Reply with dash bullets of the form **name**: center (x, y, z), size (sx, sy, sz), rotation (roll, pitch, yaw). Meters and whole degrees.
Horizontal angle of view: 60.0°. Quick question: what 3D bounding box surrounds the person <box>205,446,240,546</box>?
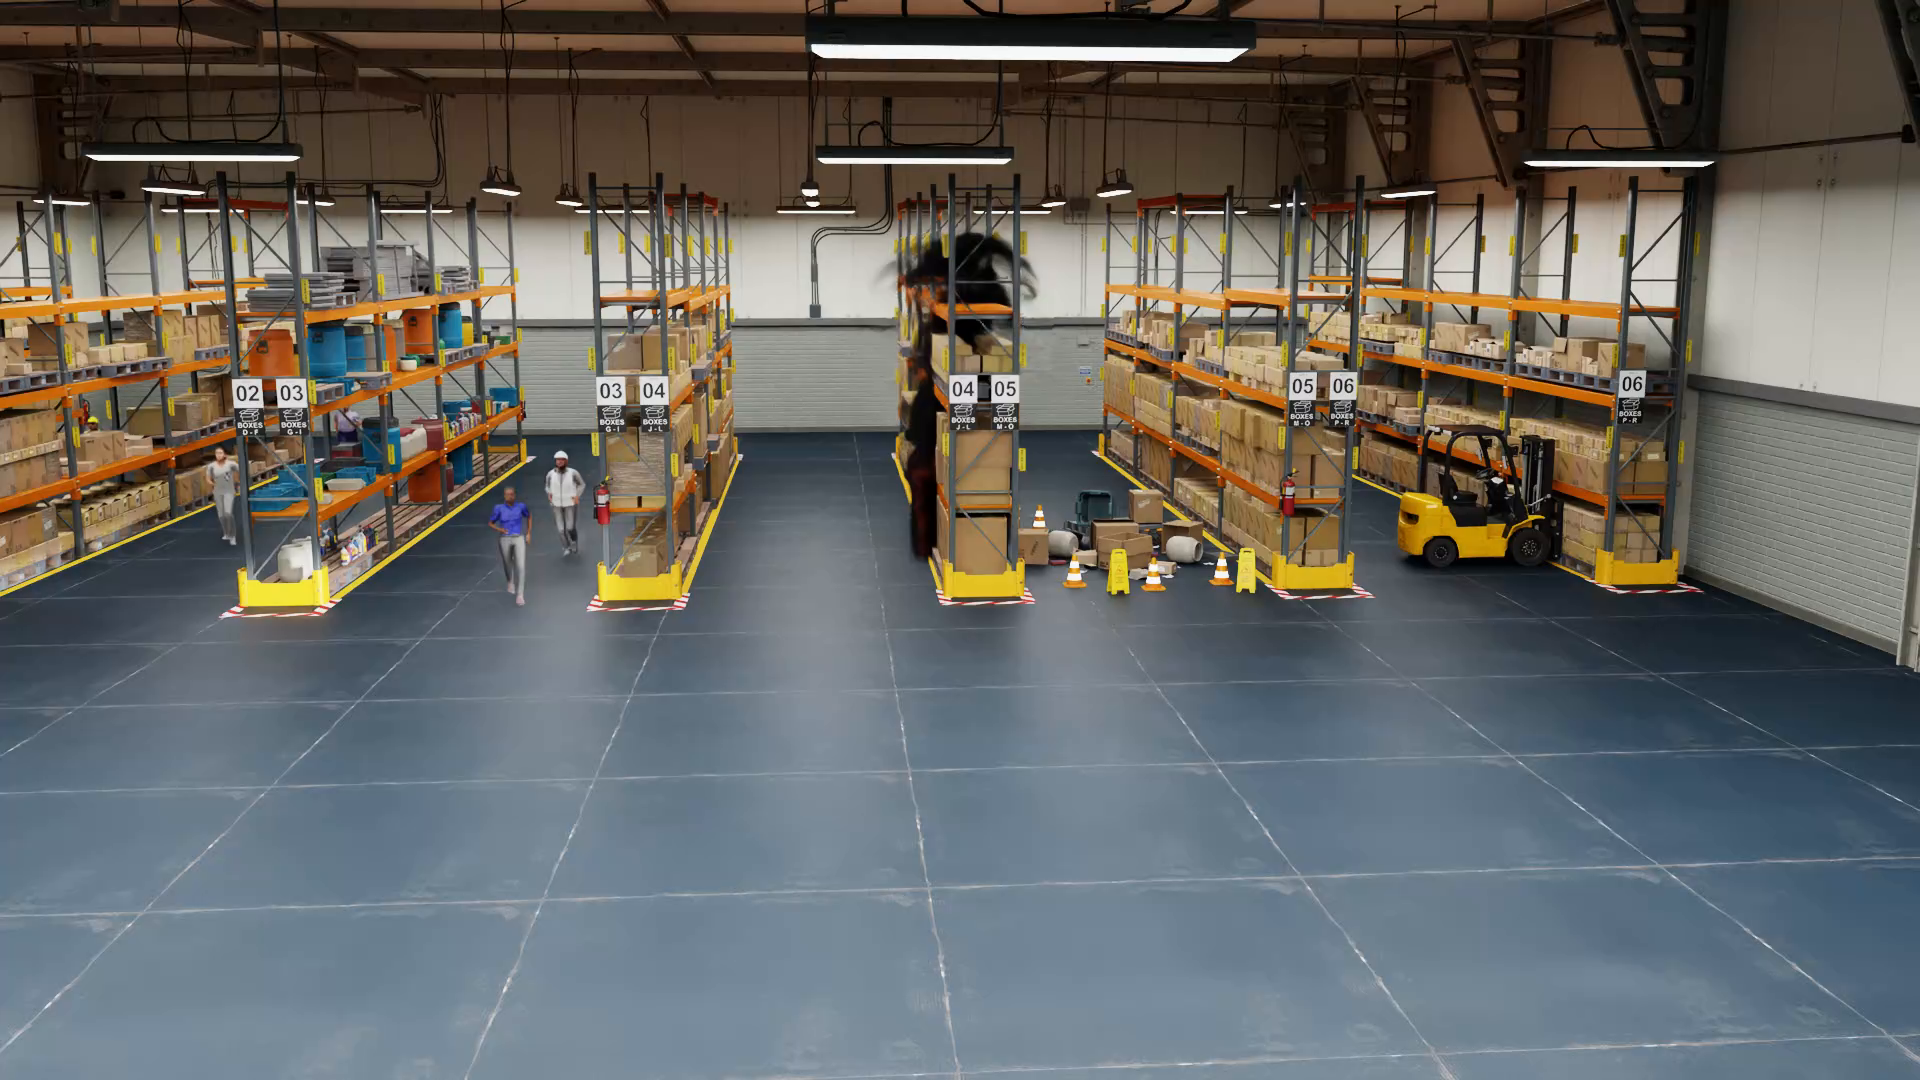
- **person**: center (-12.442, -0.736, 28.170), size (0.580, 1.719, 0.715), rotation (-2, 10, -11)

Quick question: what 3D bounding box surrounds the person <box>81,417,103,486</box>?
- **person**: center (-16.860, -1.541, 32.499), size (0.699, 1.745, 0.771), rotation (-2, 10, -10)

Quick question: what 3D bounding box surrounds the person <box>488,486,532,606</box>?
- **person**: center (-6.395, 0.054, 23.718), size (0.613, 1.672, 0.890), rotation (-3, 10, -17)

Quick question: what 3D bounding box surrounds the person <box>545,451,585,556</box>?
- **person**: center (-6.418, -0.577, 26.940), size (0.635, 1.727, 0.564), rotation (0, 10, -2)

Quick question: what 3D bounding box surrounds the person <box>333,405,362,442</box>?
- **person**: center (-13.589, -2.291, 36.926), size (0.610, 1.626, 0.855), rotation (-3, 10, -16)
